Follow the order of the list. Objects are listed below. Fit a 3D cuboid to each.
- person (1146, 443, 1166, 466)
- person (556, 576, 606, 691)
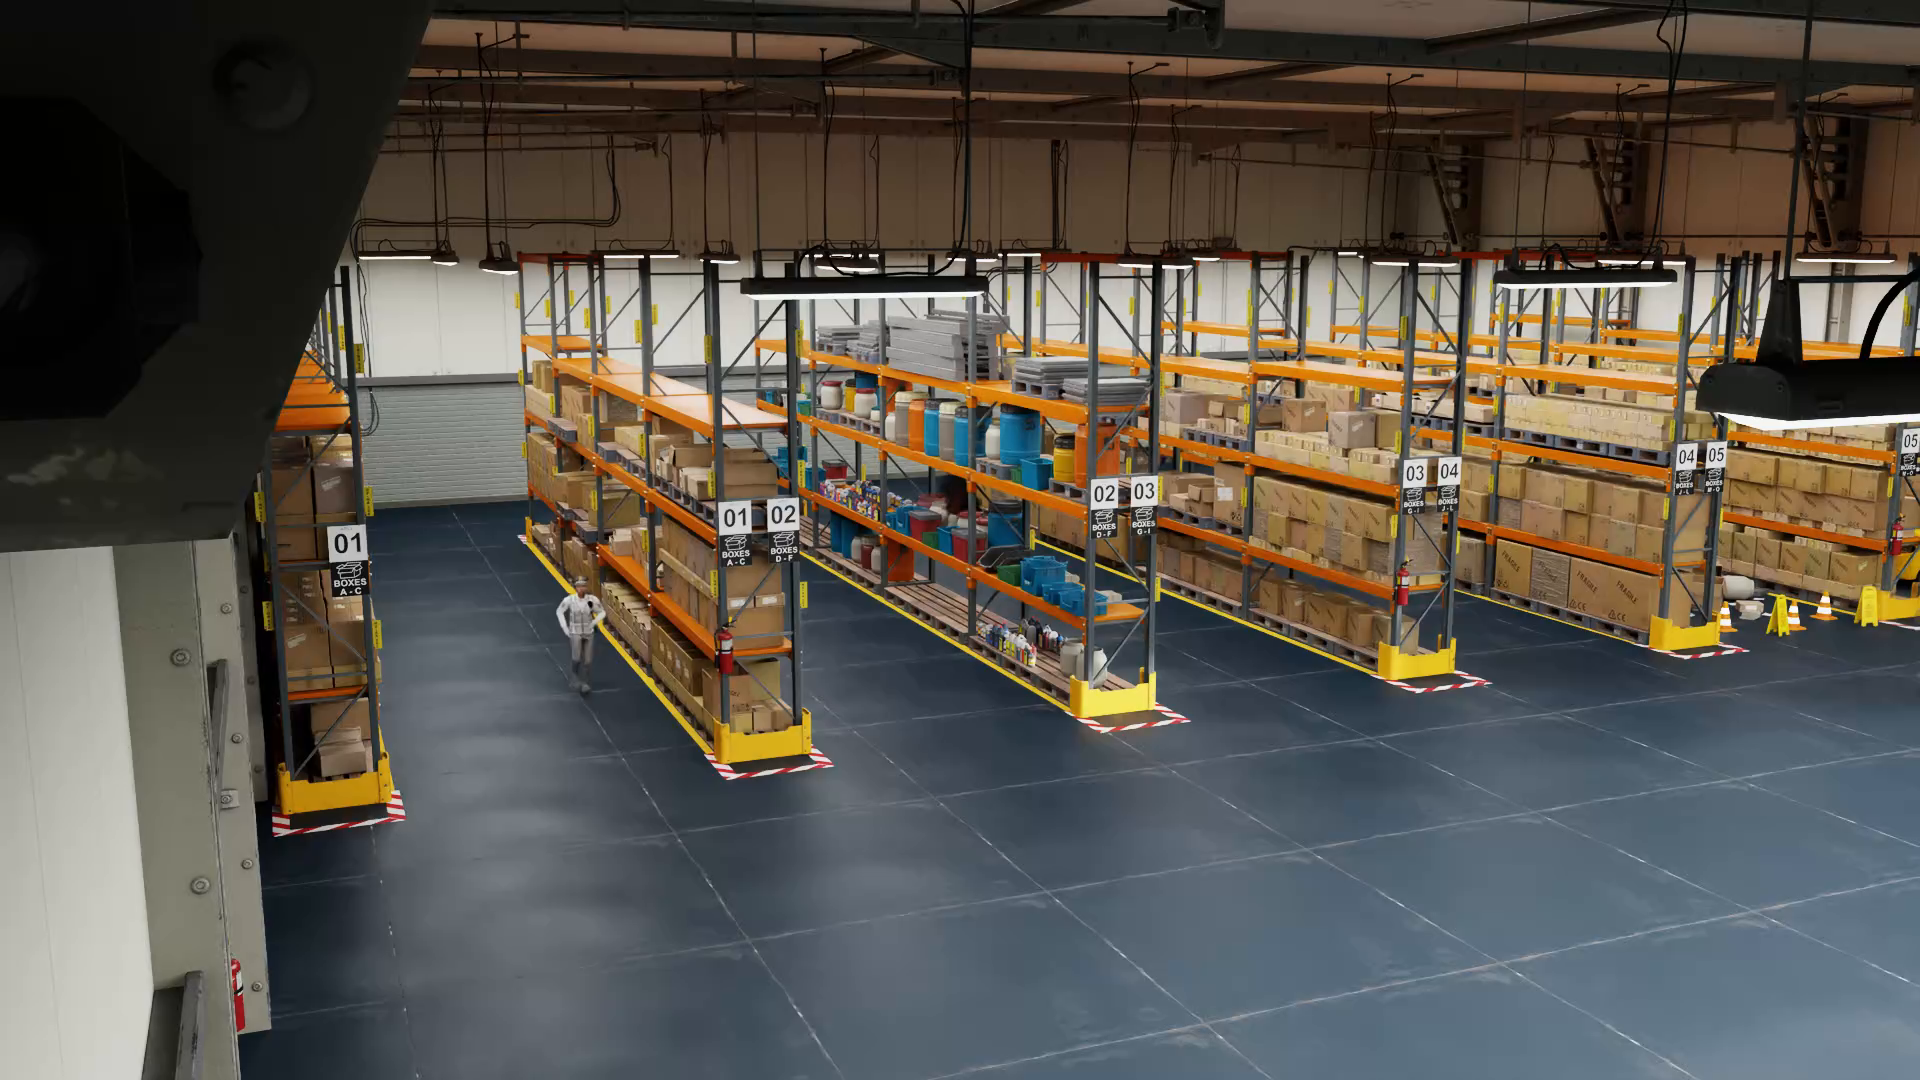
[{"bbox_3d":[4.948,-2.021,41.448,0.727,1.692,0.595,-6,12,-29],"label":"person"},{"bbox_3d":[-5.256,1.311,23.173,0.667,1.666,0.532,-3,11,-18],"label":"person"}]
